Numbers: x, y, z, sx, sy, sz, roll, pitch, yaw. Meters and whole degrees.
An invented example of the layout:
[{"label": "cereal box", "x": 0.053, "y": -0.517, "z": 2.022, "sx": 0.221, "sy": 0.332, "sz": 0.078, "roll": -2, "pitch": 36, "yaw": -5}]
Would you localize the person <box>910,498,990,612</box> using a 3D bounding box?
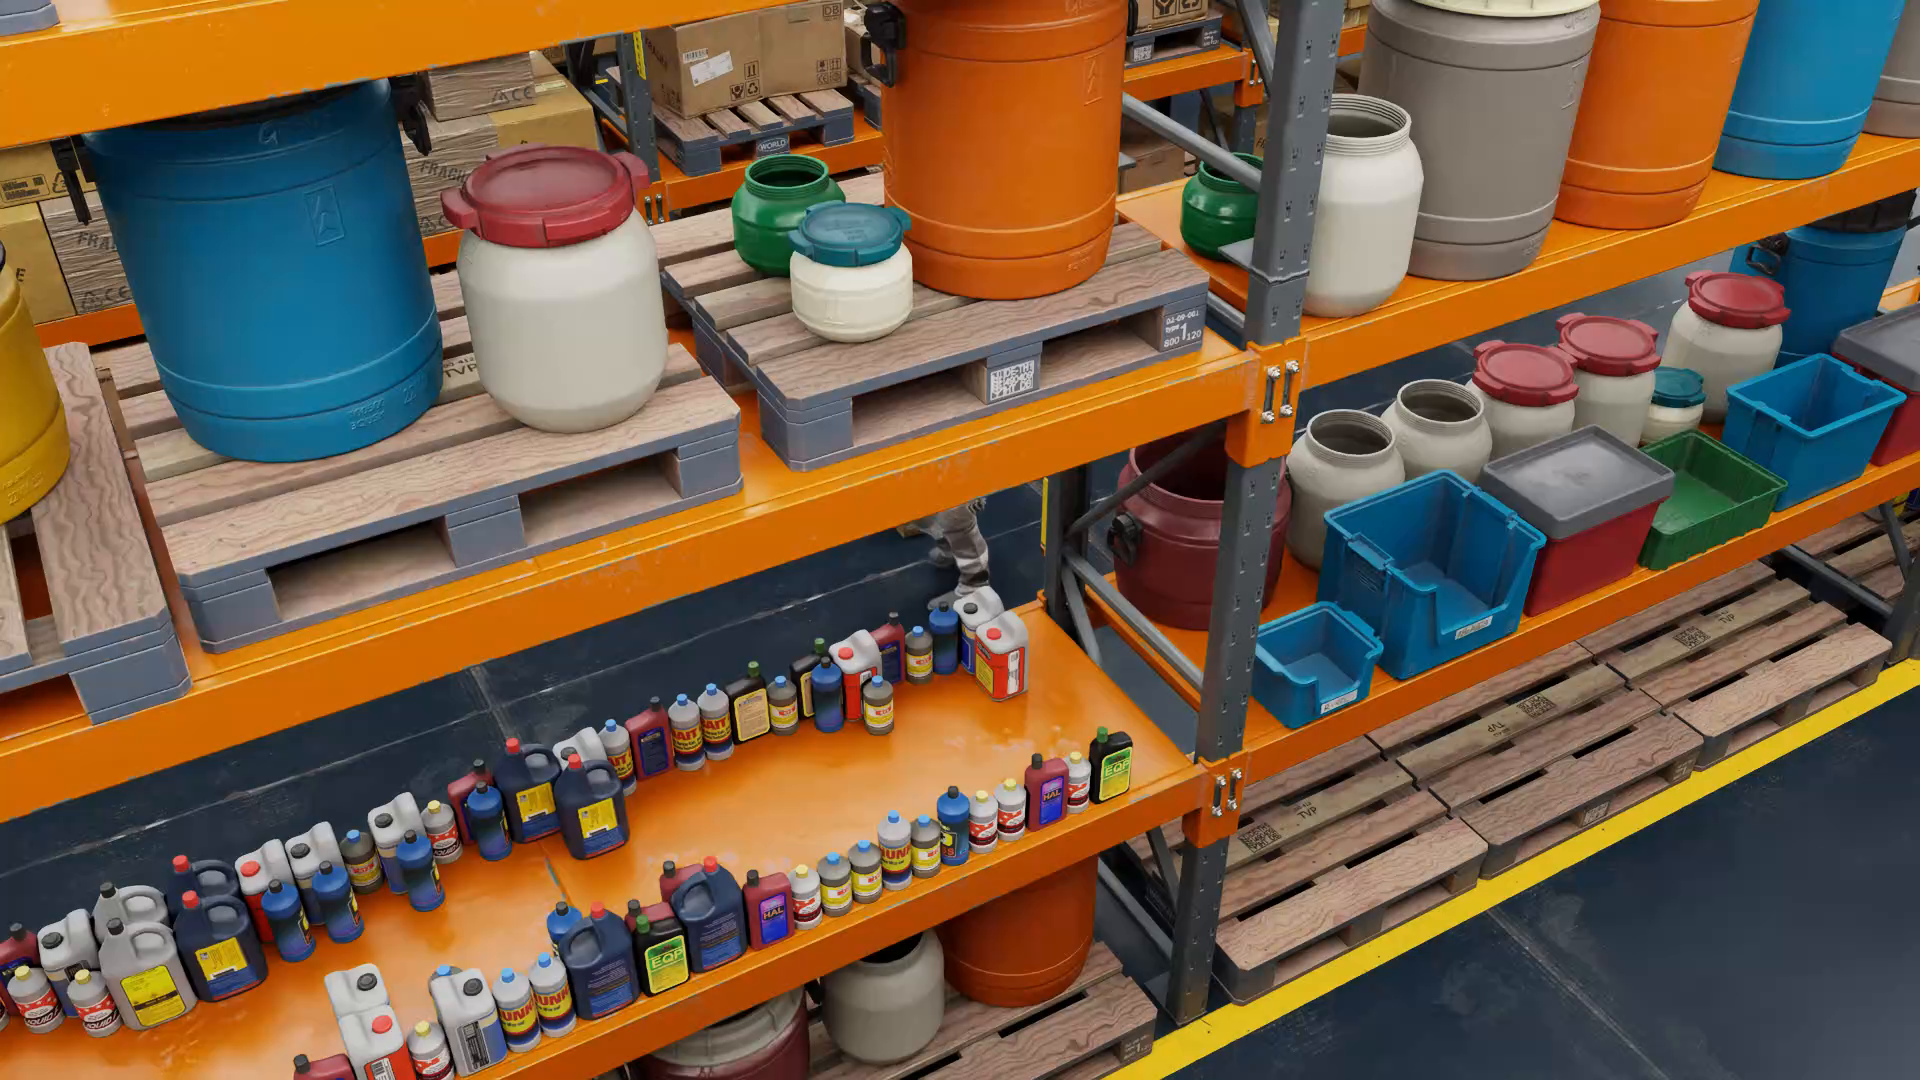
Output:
[{"label": "person", "x": -0.071, "y": -0.407, "z": 7.428, "sx": 0.436, "sy": 1.775, "sz": 0.672, "roll": -11, "pitch": 38, "yaw": -15}]
